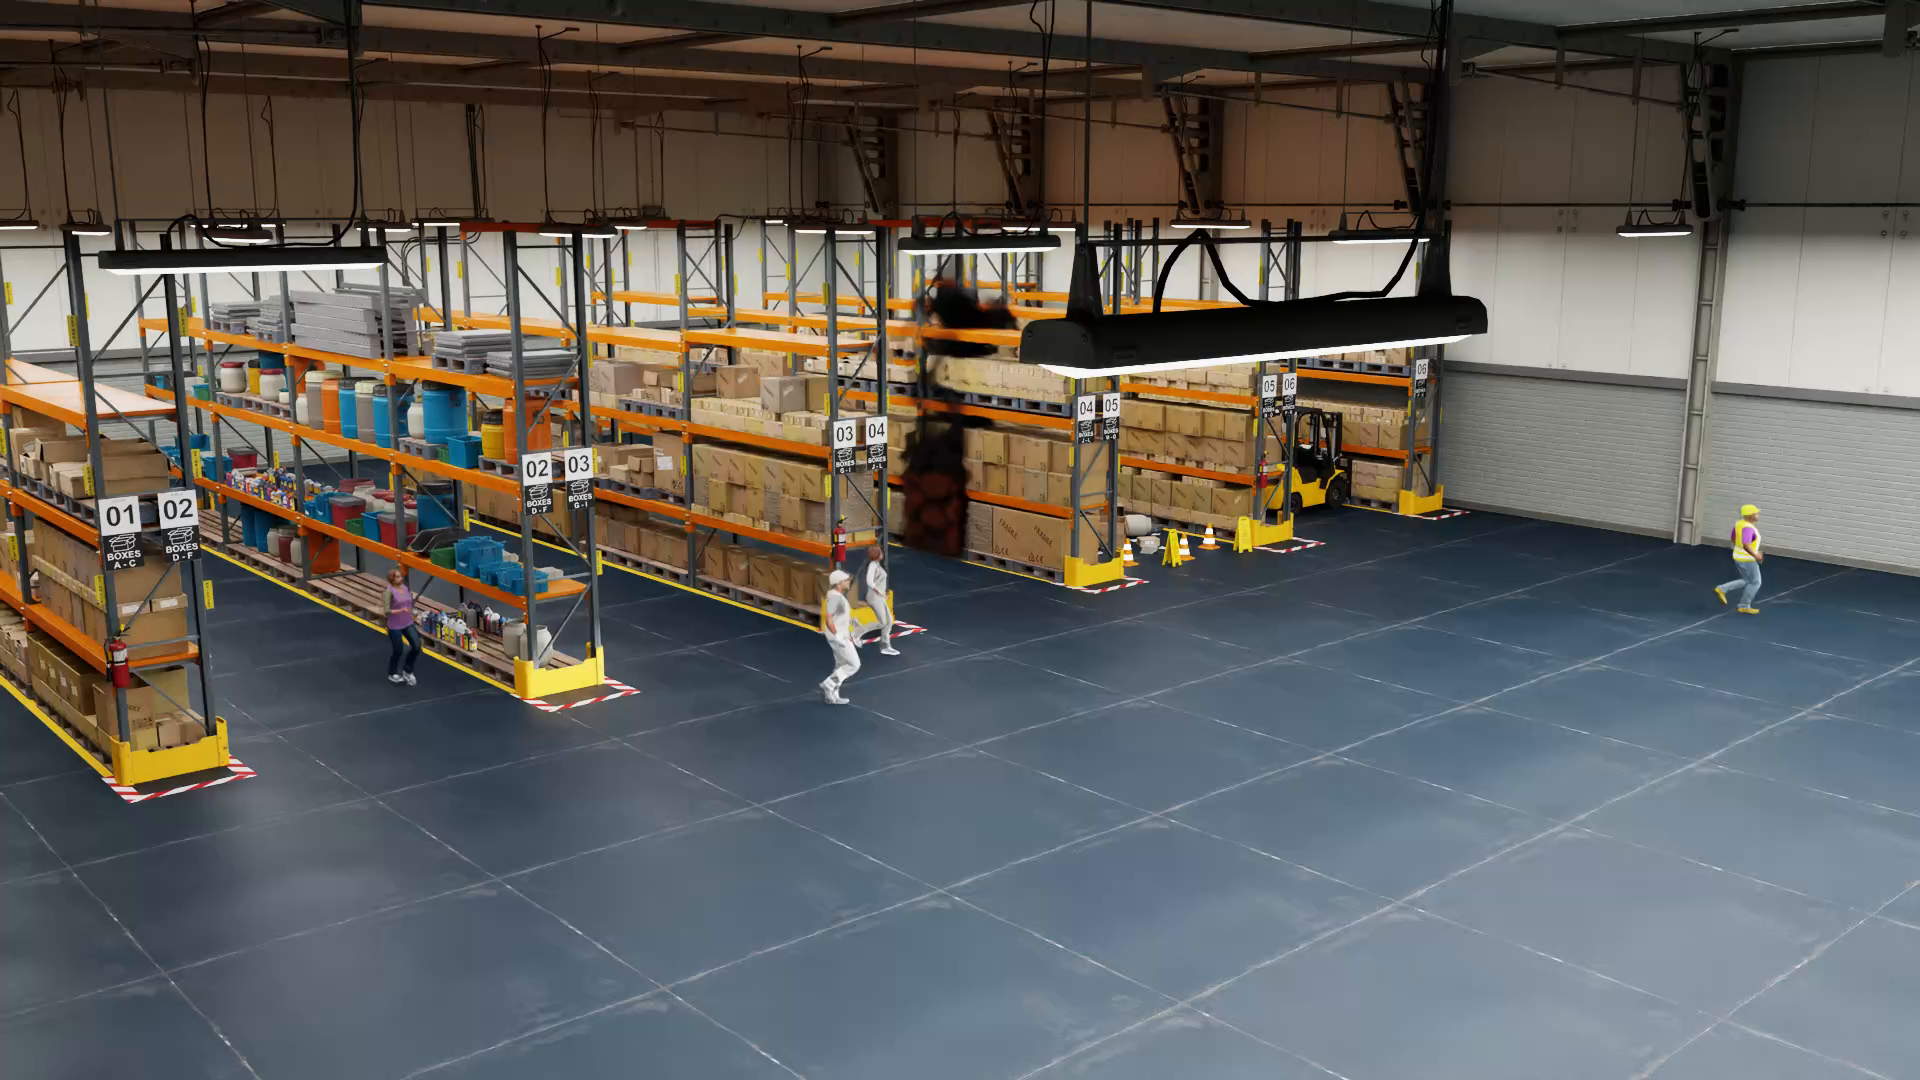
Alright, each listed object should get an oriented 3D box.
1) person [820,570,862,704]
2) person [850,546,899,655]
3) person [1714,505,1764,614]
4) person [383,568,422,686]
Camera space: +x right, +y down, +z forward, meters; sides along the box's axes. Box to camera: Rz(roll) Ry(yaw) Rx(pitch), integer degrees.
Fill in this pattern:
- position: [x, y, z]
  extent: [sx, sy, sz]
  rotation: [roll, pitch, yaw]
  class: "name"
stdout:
- position: [-1.526, 1.242, 21.289]
  extent: [0.584, 1.749, 0.654]
  rotation: [-2, 12, -11]
  class: "person"
- position: [-1.213, 0.846, 23.790]
  extent: [0.702, 1.538, 0.594]
  rotation: [0, 11, 1]
  class: "person"
- position: [12.237, 0.291, 26.044]
  extent: [0.665, 1.722, 0.722]
  rotation: [1, 12, 7]
  class: "person"
- position: [-7.401, 1.173, 22.062]
  extent: [0.639, 1.594, 0.517]
  rotation: [8, 14, 35]
  class: "person"
